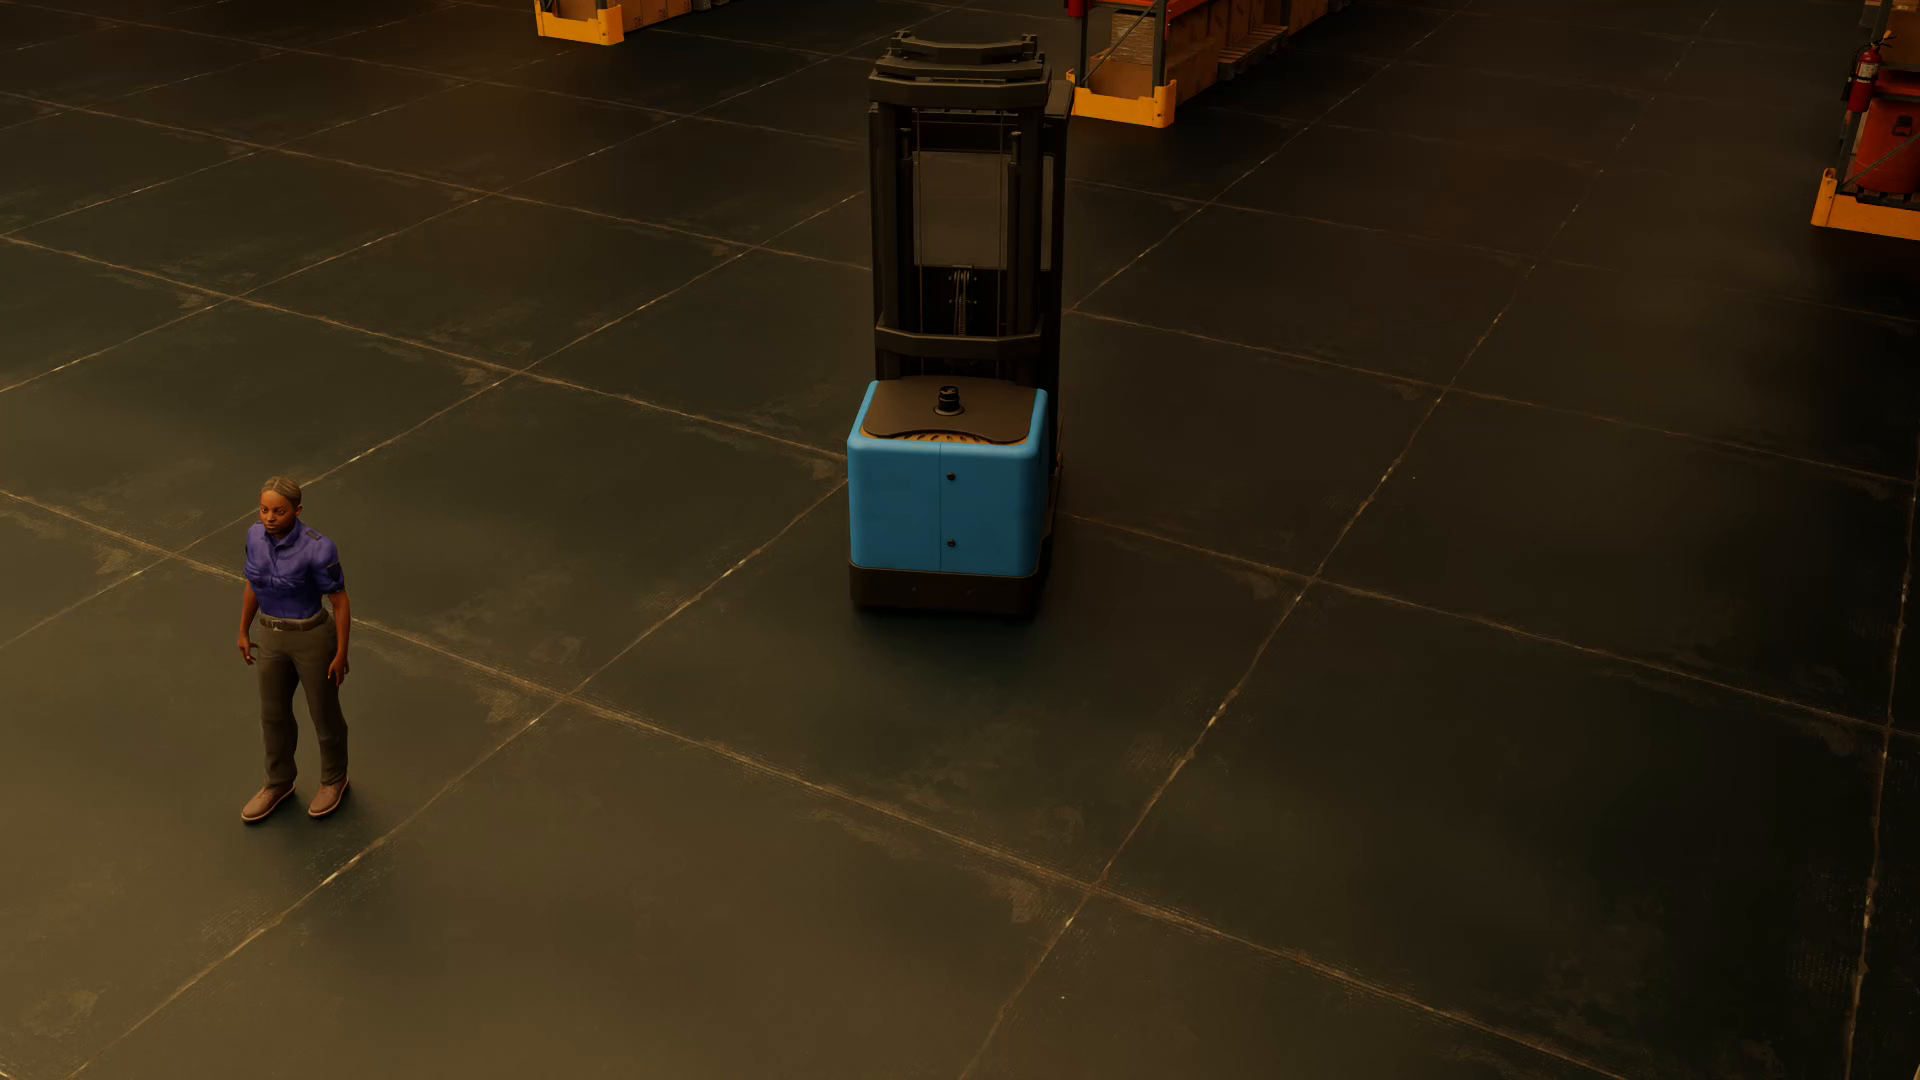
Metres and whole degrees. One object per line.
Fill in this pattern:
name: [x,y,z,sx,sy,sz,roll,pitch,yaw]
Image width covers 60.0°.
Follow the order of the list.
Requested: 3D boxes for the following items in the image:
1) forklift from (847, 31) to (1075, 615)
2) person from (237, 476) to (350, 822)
forklift: [0.072,-1.572,9.794,1.130,2.935,3.031,3,30,6]
person: [-3.021,0.507,7.455,0.569,1.654,0.504,8,31,13]
